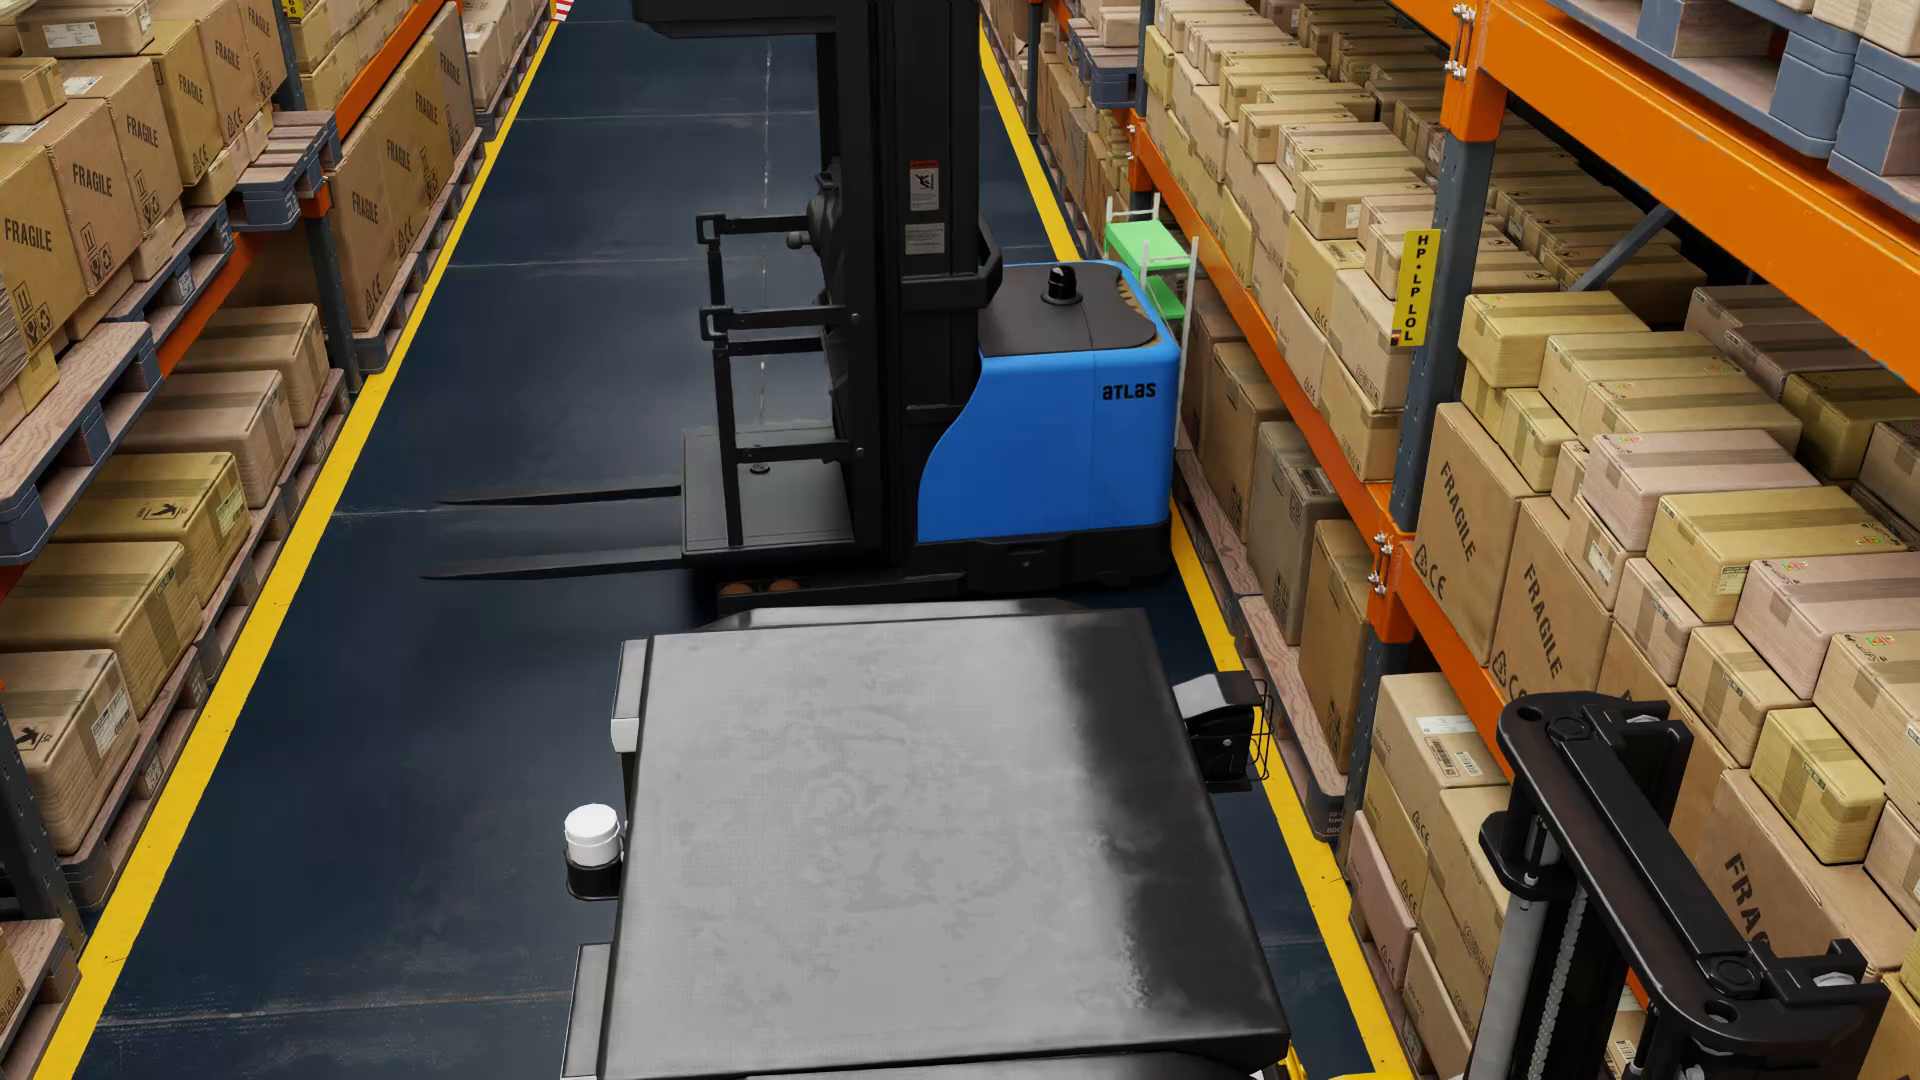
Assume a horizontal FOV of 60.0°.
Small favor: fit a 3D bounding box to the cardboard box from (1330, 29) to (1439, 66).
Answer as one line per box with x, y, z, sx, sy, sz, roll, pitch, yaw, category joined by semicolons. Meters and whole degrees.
1.791;-2.051;7.029;0.380;0.149;0.250;-3;31;-6;cardboard box

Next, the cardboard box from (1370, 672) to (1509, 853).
1.474;0.603;4.612;0.500;0.250;0.500;-3;31;-5;cardboard box

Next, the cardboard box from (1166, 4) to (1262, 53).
1.130;-2.280;7.412;0.380;0.149;0.250;-2;31;-4;cardboard box

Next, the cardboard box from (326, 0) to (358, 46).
-3.423;-2.717;8.532;0.500;0.250;0.500;-2;31;-3;cardboard box

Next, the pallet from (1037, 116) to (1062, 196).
1.107;-2.703;11.570;1.003;0.211;1.213;-3;31;-5;pallet

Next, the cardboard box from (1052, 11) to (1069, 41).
0.834;-3.501;11.292;0.380;0.149;0.250;-4;31;-7;cardboard box

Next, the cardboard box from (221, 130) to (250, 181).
-3.129;-1.560;6.771;0.380;0.149;0.250;-4;31;-7;cardboard box

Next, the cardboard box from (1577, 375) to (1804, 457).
1.622;-0.243;3.711;0.380;0.149;0.250;-3;31;-6;cardboard box

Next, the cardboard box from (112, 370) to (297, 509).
-3.455;-0.419;7.179;0.950;0.372;0.625;-3;31;-6;cardboard box

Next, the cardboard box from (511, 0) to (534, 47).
-4.067;-4.398;13.777;0.875;0.438;0.875;-2;31;-3;cardboard box

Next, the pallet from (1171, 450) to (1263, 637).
1.516;-0.031;7.096;1.003;0.211;1.213;-3;31;-5;pallet

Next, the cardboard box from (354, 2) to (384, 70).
-3.478;-2.759;9.090;0.500;0.250;0.500;-2;31;-3;cardboard box

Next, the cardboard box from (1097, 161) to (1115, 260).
1.077;-1.841;9.434;0.500;0.500;0.500;-3;31;-5;cardboard box

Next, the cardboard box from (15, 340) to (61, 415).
-2.952;-0.487;4.976;0.380;0.149;0.250;-2;31;-4;cardboard box

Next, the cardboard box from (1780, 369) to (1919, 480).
2.092;-0.266;3.749;0.380;0.149;0.250;-3;31;-5;cardboard box

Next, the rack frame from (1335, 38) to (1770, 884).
1.741;-0.230;4.709;1.000;3.000;0.127;-3;31;-5;rack frame

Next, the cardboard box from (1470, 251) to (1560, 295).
1.488;-0.715;4.791;0.380;0.149;0.250;-2;31;-3;cardboard box

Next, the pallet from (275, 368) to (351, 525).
-3.503;-0.436;7.774;1.003;0.211;1.213;-3;31;-5;pallet

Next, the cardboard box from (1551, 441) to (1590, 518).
1.587;-0.112;3.782;0.380;0.149;0.250;-3;31;-5;cardboard box

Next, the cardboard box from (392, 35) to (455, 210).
-3.718;-2.569;10.288;0.875;0.875;0.875;-2;31;-3;cardboard box

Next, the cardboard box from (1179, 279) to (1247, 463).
1.481;-0.780;7.537;0.875;0.625;0.625;-2;31;-3;cardboard box

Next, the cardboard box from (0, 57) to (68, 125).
-3.097;-1.426;5.283;0.380;0.149;0.250;-1;31;-2;cardboard box

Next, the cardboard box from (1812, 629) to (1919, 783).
1.716;0.279;2.838;0.380;0.149;0.250;-3;31;-4;cardboard box

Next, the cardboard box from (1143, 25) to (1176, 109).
1.141;-2.183;7.638;0.500;0.250;0.500;-3;31;-5;cardboard box

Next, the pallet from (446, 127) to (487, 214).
-3.801;-2.487;11.207;1.003;0.211;1.213;-3;31;-5;pallet

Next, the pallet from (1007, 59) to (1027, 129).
0.930;-3.467;12.849;1.003;0.211;1.213;-3;31;-5;pallet

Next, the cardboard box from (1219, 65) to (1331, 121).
1.235;-1.758;6.538;0.380;0.149;0.250;-2;31;-4;cardboard box

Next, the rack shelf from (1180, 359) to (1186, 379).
0.817;-0.843;7.533;0.258;0.148;0.480;-7;35;-12;rack shelf

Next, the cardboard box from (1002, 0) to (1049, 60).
0.721;-4.178;13.348;0.700;0.500;0.500;-4;31;-6;cardboard box

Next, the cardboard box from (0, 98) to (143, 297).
-3.039;-1.103;5.374;0.500;0.500;0.500;-3;31;-5;cardboard box

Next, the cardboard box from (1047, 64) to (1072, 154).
0.874;-2.892;11.195;0.500;0.500;0.500;-3;31;-5;cardboard box

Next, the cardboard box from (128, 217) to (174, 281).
-3.032;-1.026;5.879;0.380;0.149;0.250;-2;31;-3;cardboard box

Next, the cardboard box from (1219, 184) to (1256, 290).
1.309;-1.185;6.454;0.500;0.250;0.500;-2;31;-3;cardboard box

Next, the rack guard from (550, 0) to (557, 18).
-4.324;-5.056;15.226;1.175;0.500;0.348;-3;31;-5;rack guard

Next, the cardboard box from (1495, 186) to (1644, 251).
1.926;-1.008;5.282;0.380;0.149;0.250;-3;31;-5;cardboard box

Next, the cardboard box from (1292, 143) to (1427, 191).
1.357;-1.238;5.667;0.380;0.149;0.250;-3;31;-6;cardboard box

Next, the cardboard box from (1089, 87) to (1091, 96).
1.001;-2.704;10.247;0.380;0.149;0.250;-3;31;-4;cardboard box

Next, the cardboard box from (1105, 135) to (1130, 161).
1.032;-2.172;9.356;0.380;0.149;0.250;-4;31;-6;cardboard box

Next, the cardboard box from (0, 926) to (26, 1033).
-2.878;1.299;4.421;0.500;0.250;0.500;-1;31;-2;cardboard box

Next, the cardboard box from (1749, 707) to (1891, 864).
1.633;0.415;2.900;0.380;0.149;0.250;-3;31;-6;cardboard box

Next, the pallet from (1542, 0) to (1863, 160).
1.846;-1.045;3.236;1.003;0.211;1.213;-3;31;-5;pallet

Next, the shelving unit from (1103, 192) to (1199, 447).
0.818;-0.895;7.497;0.258;1.200;0.503;-7;35;-12;shelving unit

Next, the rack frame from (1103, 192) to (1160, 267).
0.760;-1.030;7.693;0.240;1.200;0.015;-7;35;-12;rack frame

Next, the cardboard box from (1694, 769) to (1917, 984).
1.662;0.748;2.975;0.500;0.500;0.500;-3;31;-4;cardboard box

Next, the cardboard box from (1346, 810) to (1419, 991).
1.456;1.033;4.867;0.500;0.250;0.500;-2;31;-4;cardboard box

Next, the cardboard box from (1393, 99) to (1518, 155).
1.826;-1.521;6.142;0.380;0.149;0.250;-2;31;-4;cardboard box

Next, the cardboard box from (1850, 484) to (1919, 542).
2.164;-0.007;3.607;0.380;0.149;0.250;-3;31;-4;cardboard box

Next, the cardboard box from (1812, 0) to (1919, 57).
1.577;-0.911;2.548;0.396;0.266;0.258;-3;31;-6;cardboard box

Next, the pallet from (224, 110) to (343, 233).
-3.402;-1.591;7.175;1.213;0.211;1.003;-3;31;-5;pallet

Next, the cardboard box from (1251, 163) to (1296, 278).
1.343;-1.142;5.895;0.500;0.250;0.500;-2;31;-4;cardboard box

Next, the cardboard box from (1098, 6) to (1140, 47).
0.924;-2.661;8.616;0.380;0.149;0.250;-2;31;-4;cardboard box

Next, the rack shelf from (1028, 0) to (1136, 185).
1.180;-2.984;10.022;1.077;0.370;4.000;-3;31;-5;rack shelf

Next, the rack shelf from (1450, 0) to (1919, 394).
1.928;-0.187;2.415;1.077;0.370;4.000;-3;31;-5;rack shelf

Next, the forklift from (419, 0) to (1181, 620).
-0.690;-1.205;6.410;3.031;2.935;1.130;-4;31;-7;forklift

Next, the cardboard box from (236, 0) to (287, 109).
-3.255;-2.164;7.151;0.500;0.500;0.500;-4;31;-6;cardboard box

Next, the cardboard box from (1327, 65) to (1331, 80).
1.735;-1.945;7.240;0.500;0.250;0.500;-2;31;-4;cardboard box

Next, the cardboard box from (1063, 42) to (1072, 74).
0.900;-3.236;11.137;0.380;0.149;0.250;-4;31;-7;cardboard box
